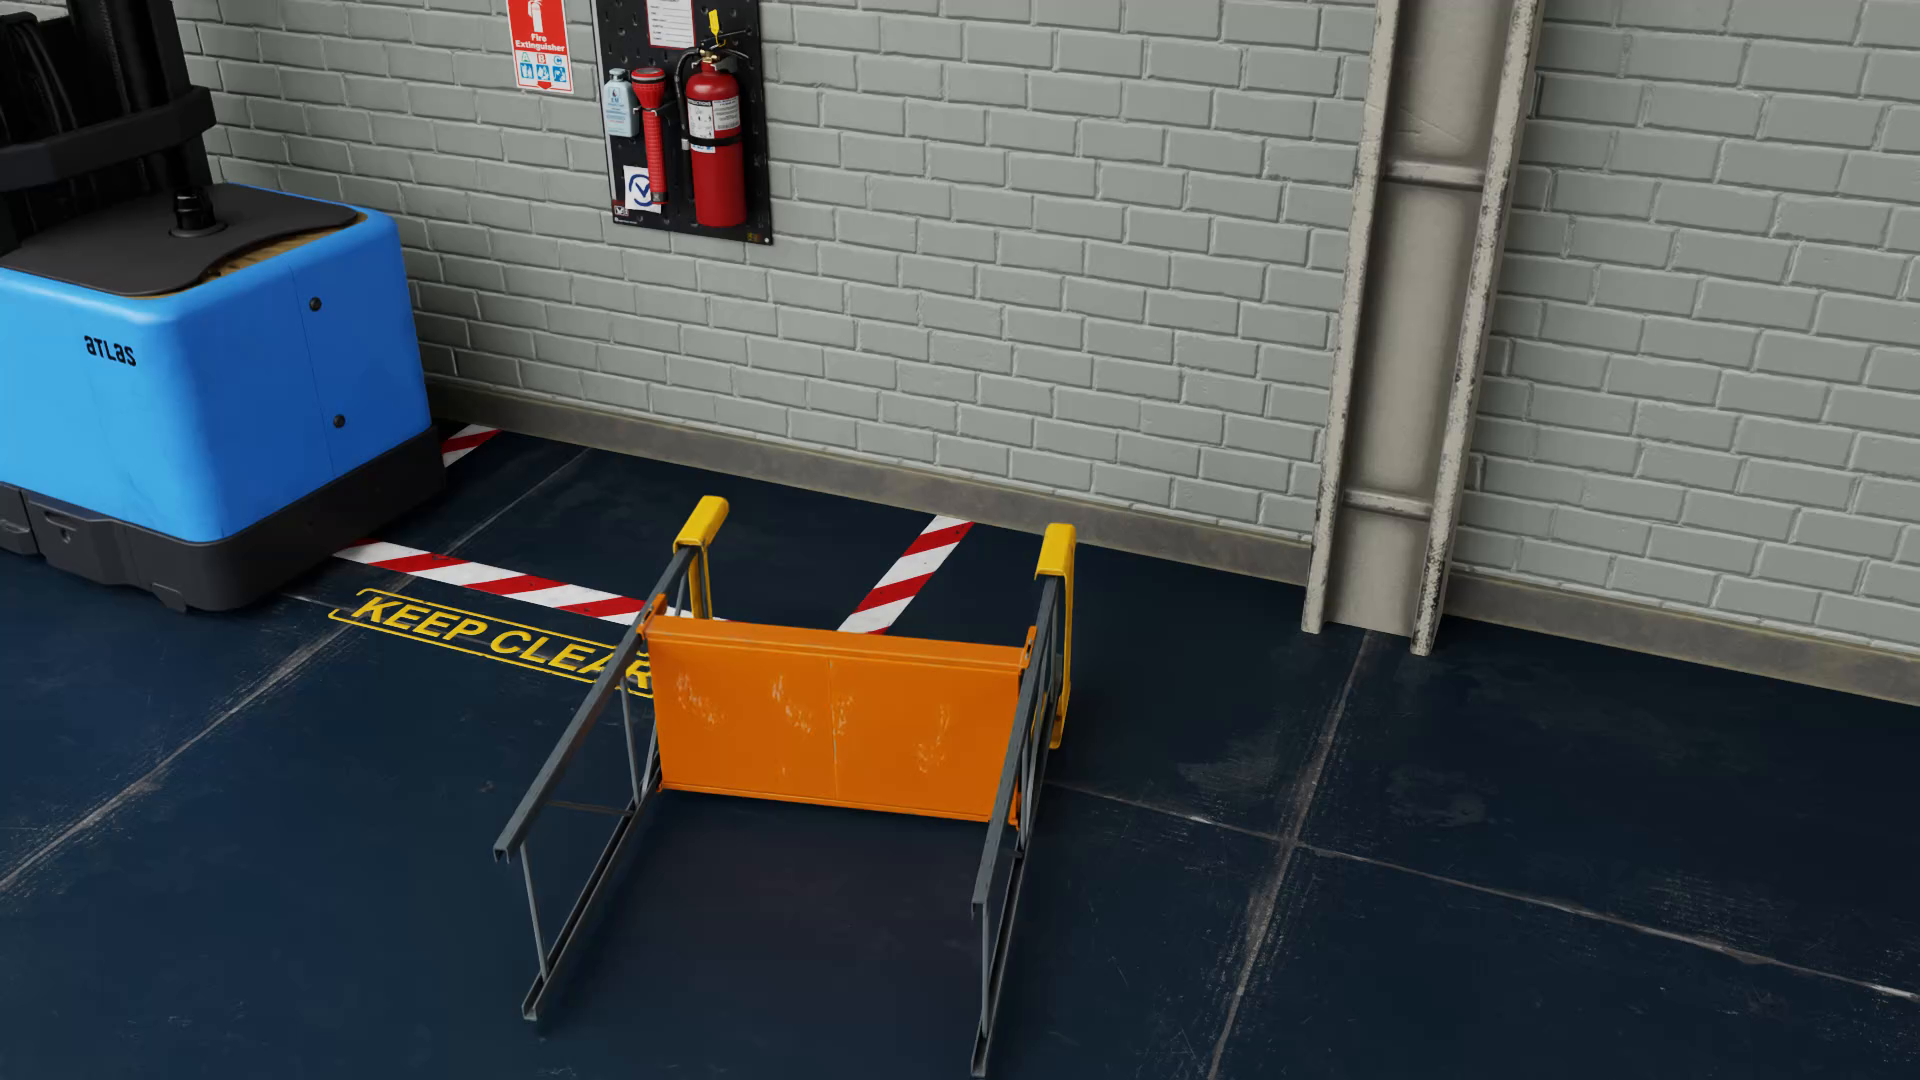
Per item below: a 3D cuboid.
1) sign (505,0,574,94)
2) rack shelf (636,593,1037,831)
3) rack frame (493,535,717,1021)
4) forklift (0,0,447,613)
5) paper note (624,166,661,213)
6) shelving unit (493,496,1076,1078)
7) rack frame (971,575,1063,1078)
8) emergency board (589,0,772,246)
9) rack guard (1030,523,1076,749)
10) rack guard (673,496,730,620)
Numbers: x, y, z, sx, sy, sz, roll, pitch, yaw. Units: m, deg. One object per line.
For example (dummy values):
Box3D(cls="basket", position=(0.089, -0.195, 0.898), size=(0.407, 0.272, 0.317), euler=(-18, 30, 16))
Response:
Box3D(cls="sign", position=(-1.432, -1.693, 5.661), size=(0.234, 0.329, 0.001), euler=(11, 31, 19))
Box3D(cls="rack shelf", position=(-0.312, 0.448, 4.335), size=(1.000, 0.538, 0.185), euler=(5, 30, 8))
Box3D(cls="rack frame", position=(-0.843, 0.495, 4.252), size=(0.032, 0.500, 1.500), euler=(5, 30, 8))
Box3D(cls="forklift", position=(-3.387, -1.544, 5.503), size=(3.031, 2.935, 1.130), euler=(14, 33, 24))
Box3D(cls="paper note", position=(-1.097, -1.209, 5.736), size=(0.142, 0.148, 0.016), euler=(11, 31, 19))
Box3D(cls="shelving unit", position=(-0.332, 0.536, 4.179), size=(1.083, 0.587, 1.500), euler=(5, 30, 8))
Box3D(cls="rack frame", position=(0.161, 0.576, 4.109), size=(0.032, 0.500, 1.500), euler=(5, 30, 8))
Box3D(cls="emergency board", position=(-0.958, -1.529, 5.406), size=(0.643, 1.169, 0.194), euler=(11, 31, 19))
Box3D(cls="rack guard", position=(0.261, 0.271, 4.645), size=(0.087, 0.587, 0.250), euler=(5, 30, 8))
Box3D(cls="rack guard", position=(-0.722, 0.191, 4.785), size=(0.087, 0.587, 0.250), euler=(5, 30, 8))
